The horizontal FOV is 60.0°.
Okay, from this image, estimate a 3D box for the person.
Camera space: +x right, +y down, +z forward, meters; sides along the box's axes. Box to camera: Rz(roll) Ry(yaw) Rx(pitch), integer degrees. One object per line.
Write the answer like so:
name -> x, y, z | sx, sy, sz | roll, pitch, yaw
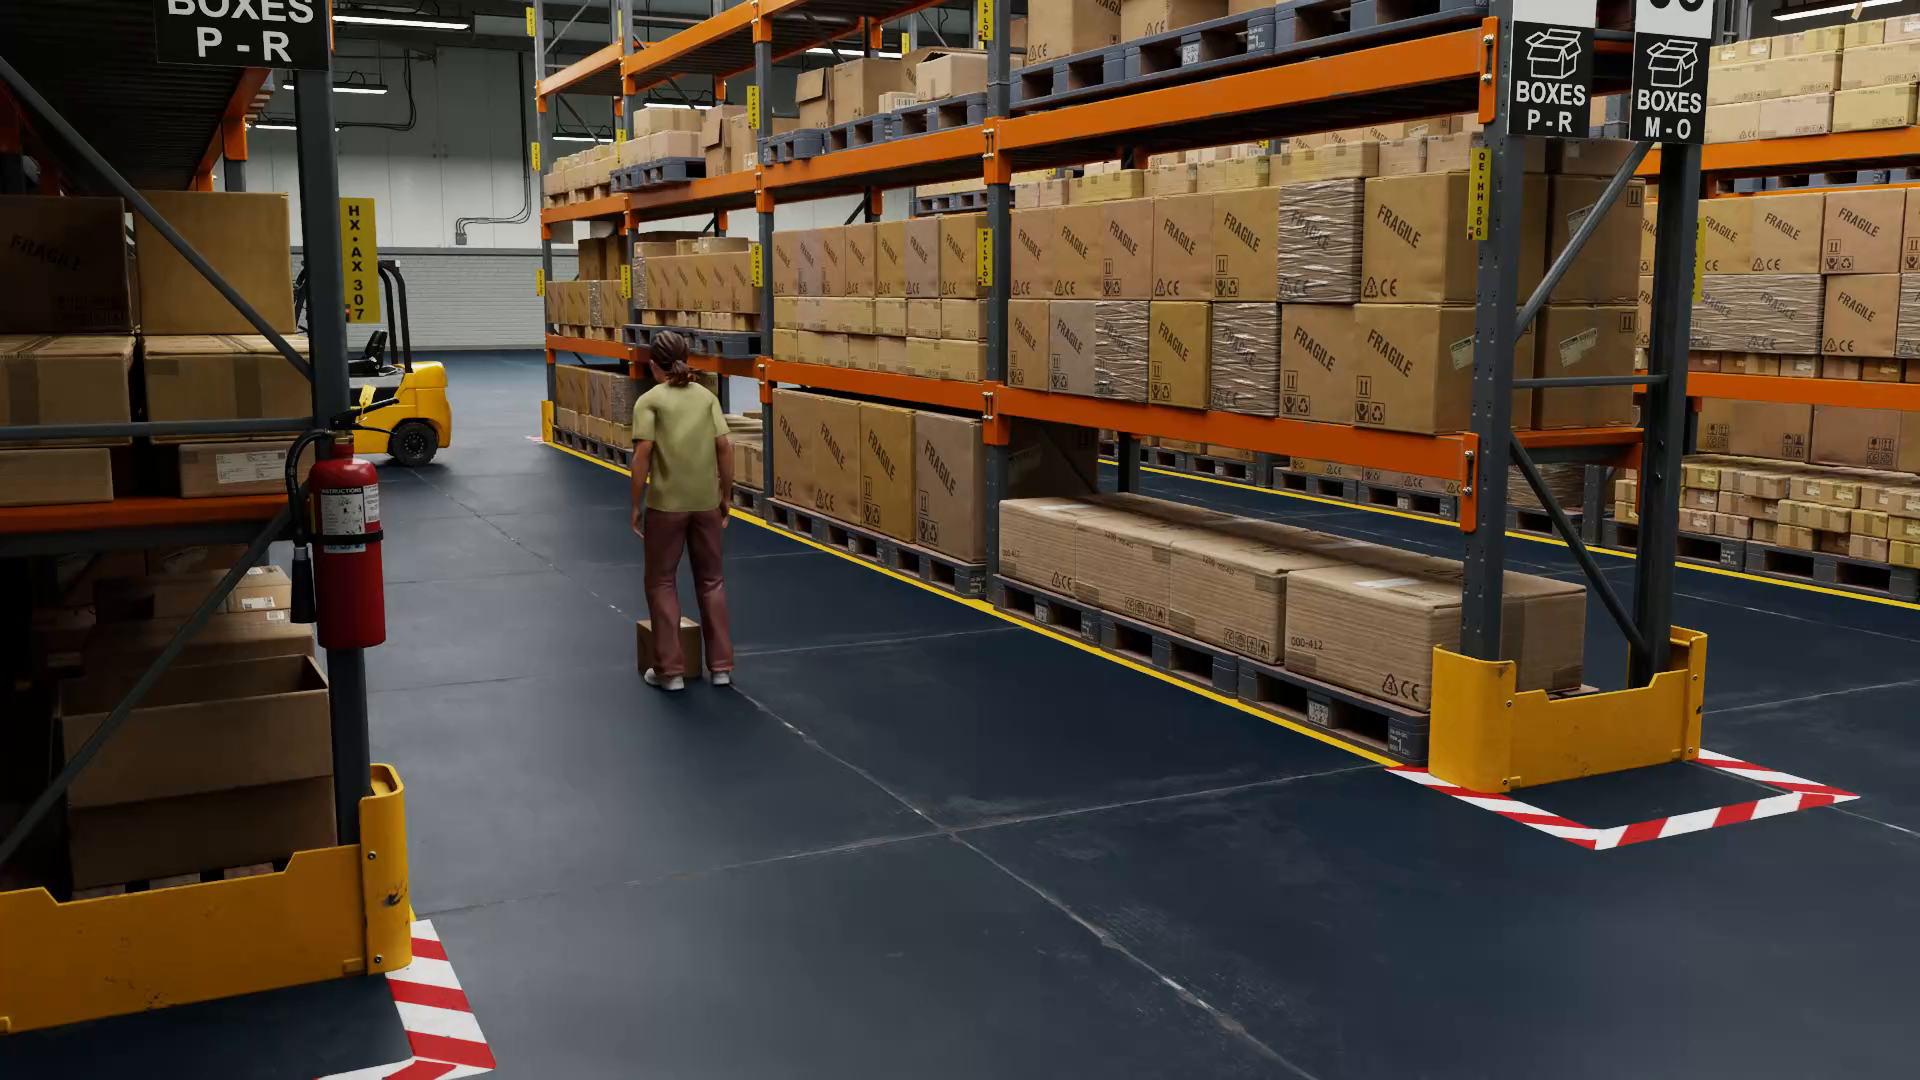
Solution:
person -> -1.304, -0.140, 7.779 | 0.518, 1.671, 0.365 | -5, 10, -29
